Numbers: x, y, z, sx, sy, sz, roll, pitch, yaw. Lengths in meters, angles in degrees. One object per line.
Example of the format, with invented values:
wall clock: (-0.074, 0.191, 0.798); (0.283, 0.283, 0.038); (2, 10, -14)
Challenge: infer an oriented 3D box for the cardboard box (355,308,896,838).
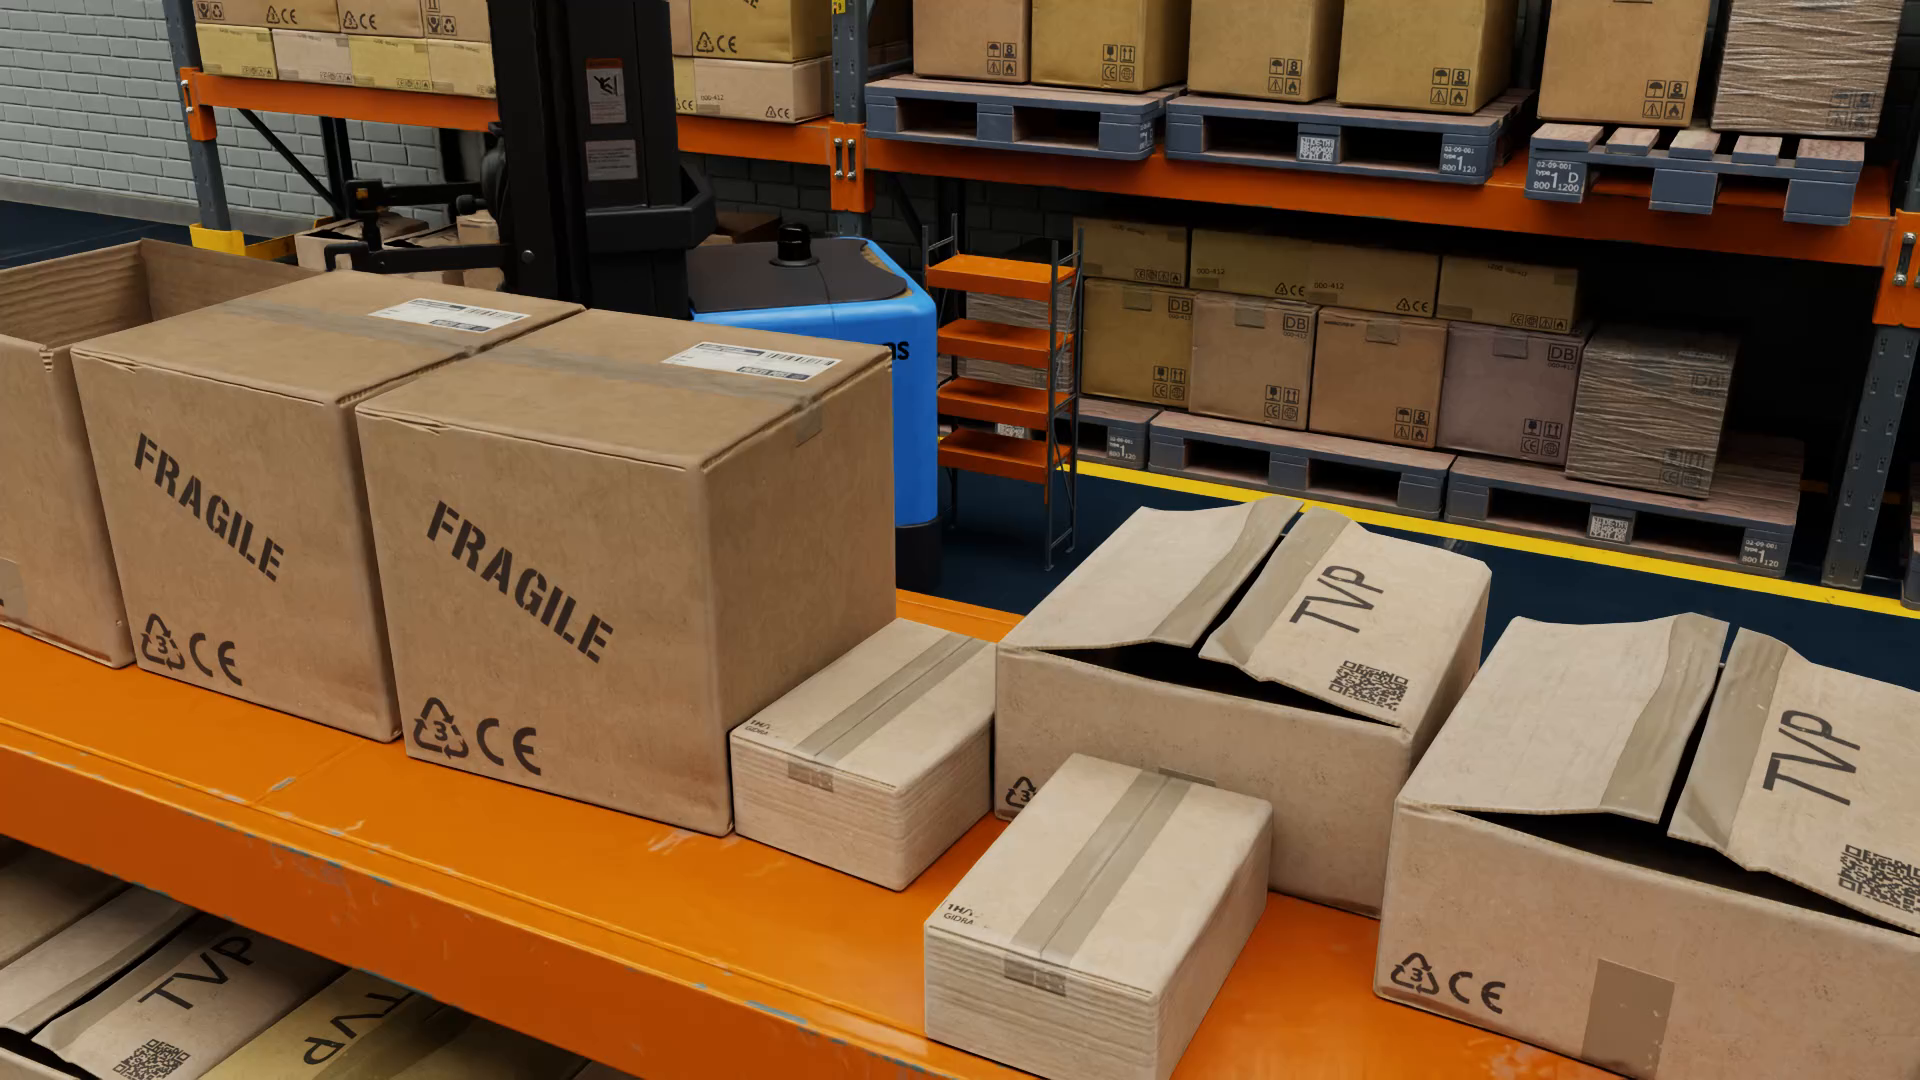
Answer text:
cardboard box: (-0.420, 0.014, 2.257); (0.500, 0.500, 0.500); (10, 25, 22)

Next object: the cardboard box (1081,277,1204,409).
cardboard box: (0.895, -0.941, 7.262); (0.500, 0.500, 0.700); (11, 25, 24)

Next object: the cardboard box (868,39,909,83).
cardboard box: (-0.575, -2.185, 7.721); (0.500, 0.250, 0.500); (11, 26, 25)

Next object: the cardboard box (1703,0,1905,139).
cardboard box: (2.893, -1.709, 5.745); (0.500, 0.500, 0.700); (8, 24, 18)

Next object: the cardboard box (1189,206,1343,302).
cardboard box: (1.272, -1.193, 6.896); (0.500, 0.250, 0.500); (10, 25, 23)

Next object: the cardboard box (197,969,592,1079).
cardboard box: (-0.856, 0.889, 2.587); (0.500, 0.311, 0.500); (12, 26, 26)

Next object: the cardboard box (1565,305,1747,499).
cardboard box: (2.651, -0.542, 6.323); (0.500, 0.500, 0.700); (12, 26, 25)

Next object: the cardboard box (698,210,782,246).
cardboard box: (-1.197, -1.308, 8.126); (0.500, 0.500, 0.500); (9, 25, 21)

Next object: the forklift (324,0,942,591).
forklift: (-1.637, -1.160, 5.232); (3.031, 2.935, 1.130); (-6, 24, -14)

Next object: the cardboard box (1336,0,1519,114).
cardboard box: (1.771, -1.921, 6.244); (0.500, 0.500, 0.700); (11, 25, 25)

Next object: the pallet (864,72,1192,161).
pallet: (0.364, -1.813, 6.925); (1.213, 0.211, 1.003); (11, 25, 25)

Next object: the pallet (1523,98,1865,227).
pallet: (2.633, -1.381, 5.909); (1.003, 0.211, 1.213); (11, 25, 25)

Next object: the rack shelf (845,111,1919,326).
rack shelf: (1.532, -1.403, 6.635); (4.000, 0.370, 1.077); (11, 25, 25)

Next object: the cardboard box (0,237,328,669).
cardboard box: (-1.336, -0.168, 2.684); (0.500, 0.500, 0.500); (13, 26, 28)

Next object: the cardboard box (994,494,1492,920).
cardboard box: (0.374, 0.166, 2.142); (0.500, 0.311, 0.500); (11, 25, 24)

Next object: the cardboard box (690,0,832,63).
cardboard box: (-0.814, -2.348, 7.145); (0.500, 0.500, 0.500); (11, 25, 24)

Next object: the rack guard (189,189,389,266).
rack guard: (-3.755, -1.629, 9.443); (0.348, 0.500, 1.175); (11, 25, 25)

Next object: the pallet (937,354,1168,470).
pallet: (0.443, -0.667, 7.548); (1.213, 0.211, 1.003); (11, 25, 25)

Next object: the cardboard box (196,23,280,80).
cardboard box: (-3.530, -2.536, 8.547); (0.500, 0.250, 0.500); (10, 25, 23)

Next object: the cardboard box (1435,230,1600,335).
cardboard box: (2.170, -1.009, 6.464); (0.500, 0.250, 0.500); (12, 26, 26)

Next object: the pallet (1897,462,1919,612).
pallet: (3.987, 0.068, 5.820); (1.213, 0.211, 1.003); (11, 25, 25)

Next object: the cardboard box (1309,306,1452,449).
cardboard box: (1.787, -0.751, 6.815); (0.500, 0.500, 0.700); (11, 25, 24)

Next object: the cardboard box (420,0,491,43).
cardboard box: (-2.171, -2.618, 7.781); (0.500, 0.500, 0.500); (12, 26, 26)

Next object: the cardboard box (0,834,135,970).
cardboard box: (-1.784, 0.708, 3.012); (0.500, 0.311, 0.500); (11, 25, 24)

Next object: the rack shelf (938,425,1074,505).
rack shelf: (0.148, -0.278, 6.050); (0.480, 0.148, 0.258); (11, 25, 25)

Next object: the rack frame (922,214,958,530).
rack frame: (-0.070, -0.566, 6.048); (0.015, 1.200, 0.240); (11, 25, 25)

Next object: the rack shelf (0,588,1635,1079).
rack shelf: (-0.700, 0.328, 2.565); (4.000, 0.370, 1.077); (11, 25, 25)

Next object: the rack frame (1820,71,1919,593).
rack frame: (3.317, -1.381, 5.663); (0.127, 3.000, 1.000); (11, 25, 25)

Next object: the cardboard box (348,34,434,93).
cardboard box: (-2.608, -2.358, 8.127); (0.500, 0.250, 0.500); (11, 25, 24)

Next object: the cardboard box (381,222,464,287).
cardboard box: (-2.737, -1.504, 8.827); (0.500, 0.311, 0.500); (14, 27, 29)

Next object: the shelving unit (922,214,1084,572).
shelving unit: (0.148, -0.523, 5.946); (0.503, 1.200, 0.258); (11, 25, 25)

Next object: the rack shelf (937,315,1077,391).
rack shelf: (0.148, -0.667, 5.885); (0.480, 0.148, 0.258); (11, 25, 25)

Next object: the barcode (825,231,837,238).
barcode: (-0.626, -1.465, 8.086); (0.075, 0.075, 0.001); (11, 25, 25)

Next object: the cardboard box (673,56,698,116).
cardboard box: (-1.253, -2.096, 7.511); (0.500, 0.250, 0.500); (11, 26, 25)

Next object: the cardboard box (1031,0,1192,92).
cardboard box: (0.682, -2.132, 6.741); (0.500, 0.500, 0.700); (14, 27, 30)

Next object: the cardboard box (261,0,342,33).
cardboard box: (-3.095, -2.798, 8.205); (0.500, 0.500, 0.500); (11, 26, 25)

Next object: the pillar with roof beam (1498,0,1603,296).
pillar with roof beam: (0.605, -3.169, 2.204); (0.400, 9.000, 9.100); (11, 25, 25)
